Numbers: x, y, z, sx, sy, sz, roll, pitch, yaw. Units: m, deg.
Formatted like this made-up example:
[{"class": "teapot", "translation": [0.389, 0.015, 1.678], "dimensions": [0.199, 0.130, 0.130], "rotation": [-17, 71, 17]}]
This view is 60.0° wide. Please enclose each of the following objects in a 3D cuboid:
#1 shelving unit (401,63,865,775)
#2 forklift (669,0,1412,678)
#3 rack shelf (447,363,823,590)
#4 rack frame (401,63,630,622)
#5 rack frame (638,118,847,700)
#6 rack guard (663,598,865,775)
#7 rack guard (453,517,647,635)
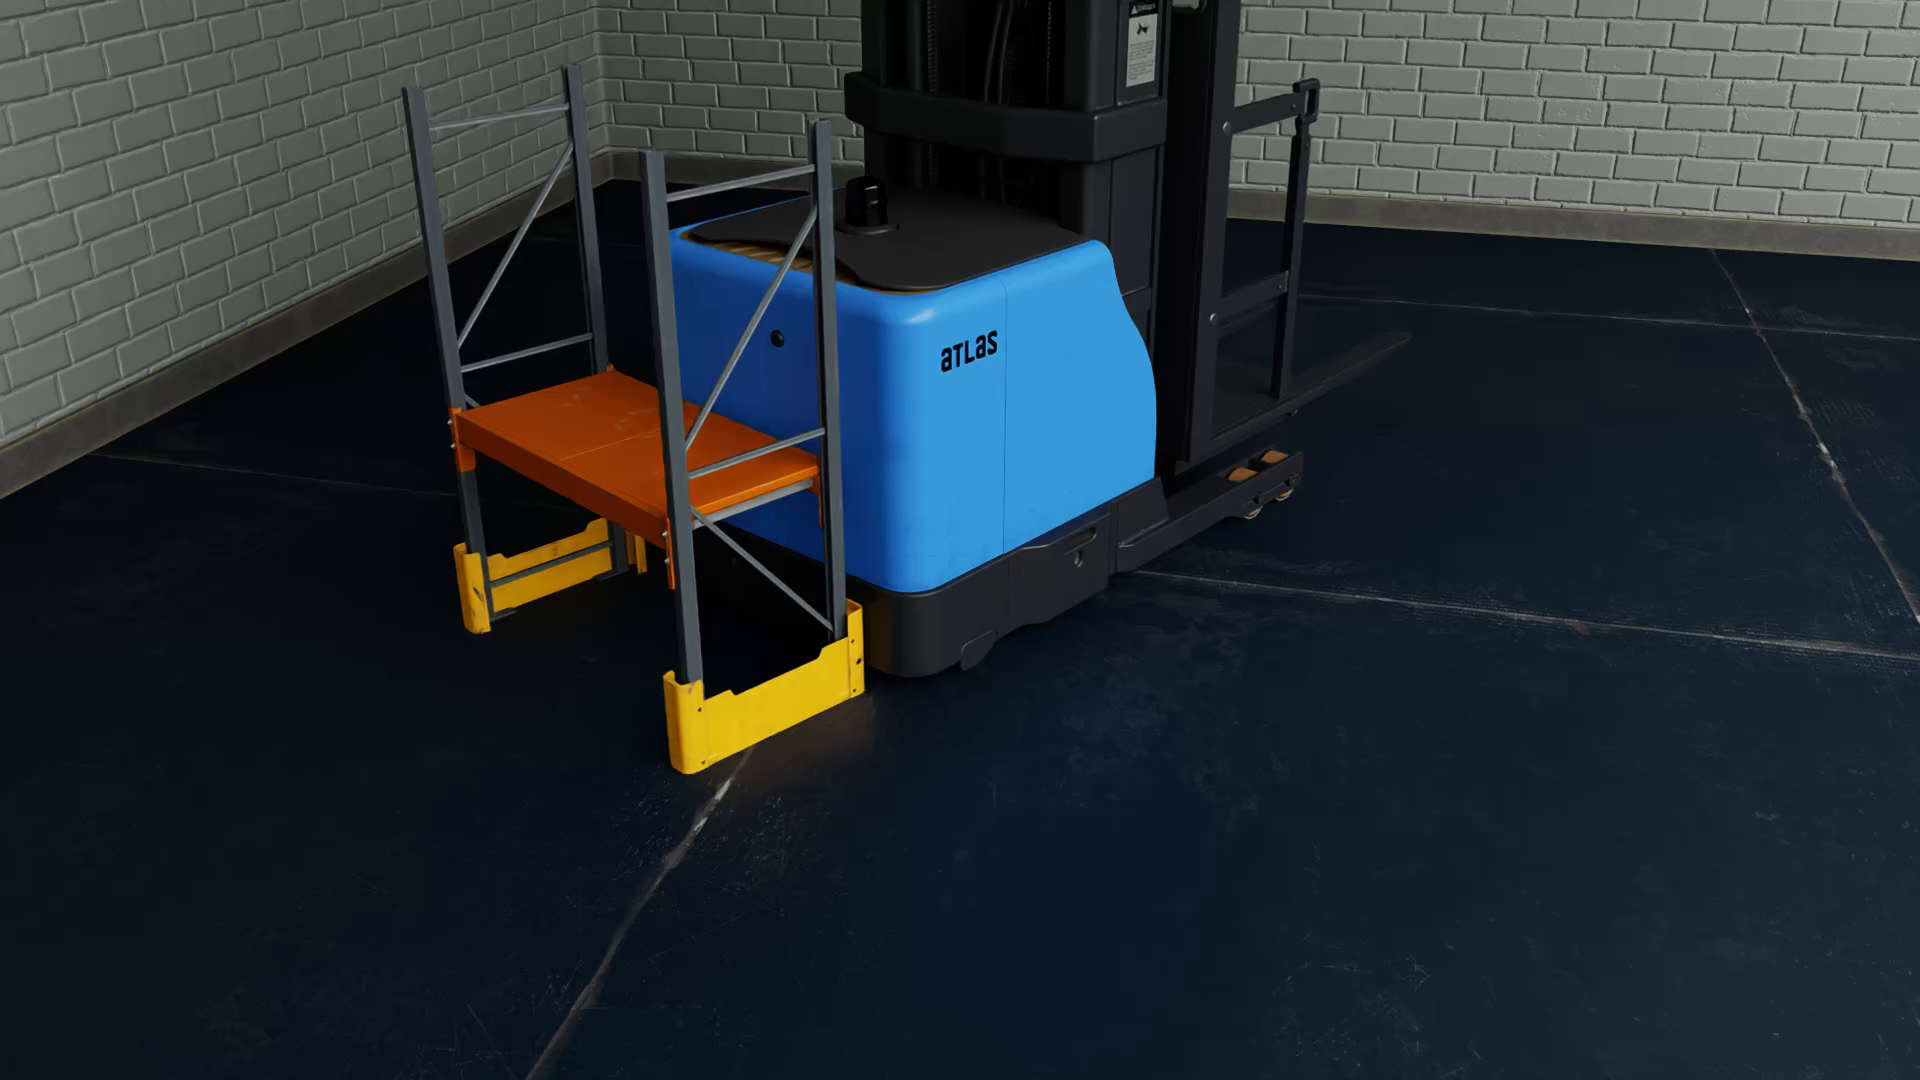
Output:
[{"class": "shelving unit", "translation": [-0.832, -0.355, 4.251], "dimensions": [0.587, 1.500, 1.083], "rotation": [-23, 34, -39]}, {"class": "forklift", "translation": [0.489, -1.518, 5.029], "dimensions": [1.130, 2.935, 3.031], "rotation": [21, 32, 37]}, {"class": "rack shelf", "translation": [-0.838, -0.196, 4.334], "dimensions": [0.538, 0.185, 1.000], "rotation": [-23, 34, -39]}, {"class": "rack frame", "translation": [-1.194, -0.514, 4.585], "dimensions": [0.500, 1.500, 0.032], "rotation": [-23, 34, -39]}, {"class": "rack frame", "translation": [-0.482, -0.202, 3.930], "dimensions": [0.500, 1.500, 0.032], "rotation": [-23, 34, -39]}, {"class": "rack guard", "translation": [-0.483, 0.362, 4.199], "dimensions": [0.587, 0.250, 0.087], "rotation": [-23, 34, -39]}, {"class": "rack guard", "translation": [-1.180, 0.056, 4.841], "dimensions": [0.587, 0.250, 0.087], "rotation": [-23, 34, -39]}]
